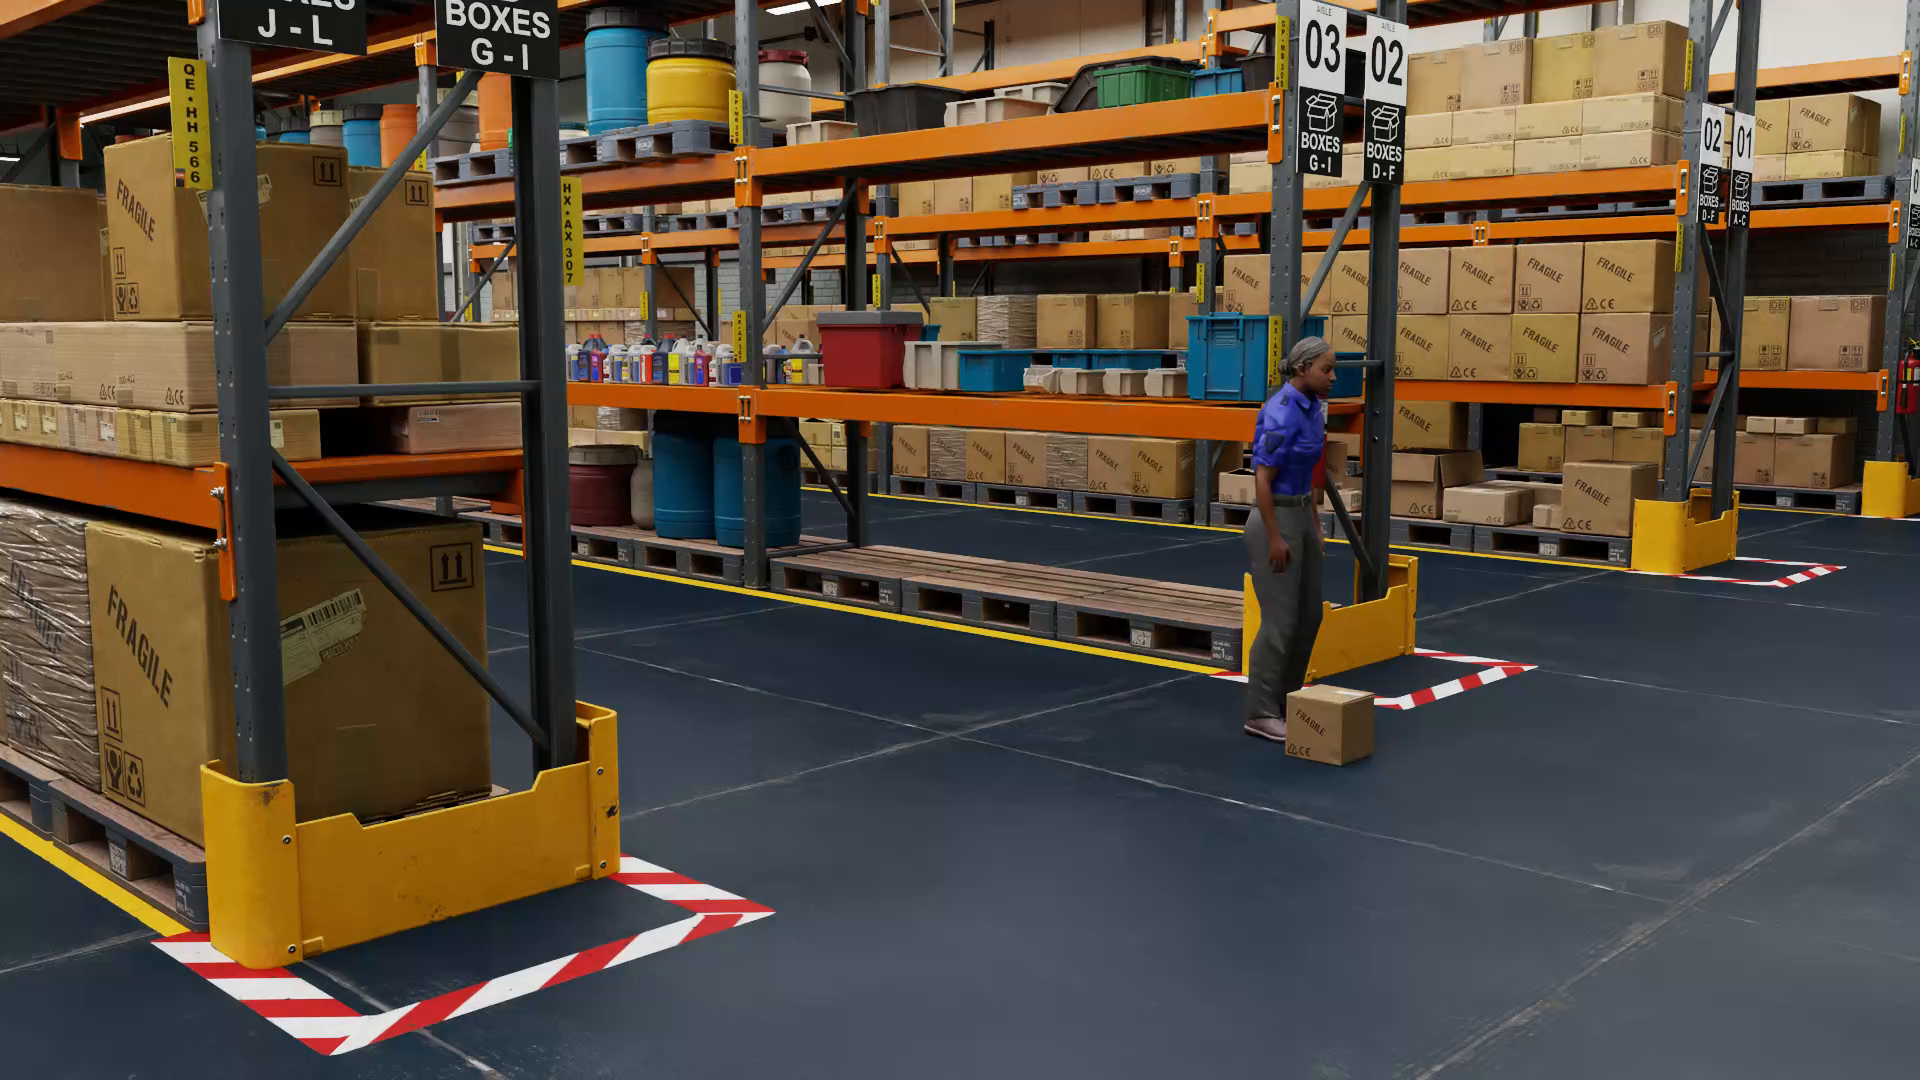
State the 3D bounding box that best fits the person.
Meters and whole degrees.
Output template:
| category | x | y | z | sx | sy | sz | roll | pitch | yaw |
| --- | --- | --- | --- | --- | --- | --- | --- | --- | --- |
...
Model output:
| category | x | y | z | sx | sy | sz | roll | pitch | yaw |
| --- | --- | --- | --- | --- | --- | --- | --- | --- | --- |
| person | 1.381 | -0.020 | 6.944 | 0.348 | 1.655 | 0.509 | 5 | 9 | 34 |
